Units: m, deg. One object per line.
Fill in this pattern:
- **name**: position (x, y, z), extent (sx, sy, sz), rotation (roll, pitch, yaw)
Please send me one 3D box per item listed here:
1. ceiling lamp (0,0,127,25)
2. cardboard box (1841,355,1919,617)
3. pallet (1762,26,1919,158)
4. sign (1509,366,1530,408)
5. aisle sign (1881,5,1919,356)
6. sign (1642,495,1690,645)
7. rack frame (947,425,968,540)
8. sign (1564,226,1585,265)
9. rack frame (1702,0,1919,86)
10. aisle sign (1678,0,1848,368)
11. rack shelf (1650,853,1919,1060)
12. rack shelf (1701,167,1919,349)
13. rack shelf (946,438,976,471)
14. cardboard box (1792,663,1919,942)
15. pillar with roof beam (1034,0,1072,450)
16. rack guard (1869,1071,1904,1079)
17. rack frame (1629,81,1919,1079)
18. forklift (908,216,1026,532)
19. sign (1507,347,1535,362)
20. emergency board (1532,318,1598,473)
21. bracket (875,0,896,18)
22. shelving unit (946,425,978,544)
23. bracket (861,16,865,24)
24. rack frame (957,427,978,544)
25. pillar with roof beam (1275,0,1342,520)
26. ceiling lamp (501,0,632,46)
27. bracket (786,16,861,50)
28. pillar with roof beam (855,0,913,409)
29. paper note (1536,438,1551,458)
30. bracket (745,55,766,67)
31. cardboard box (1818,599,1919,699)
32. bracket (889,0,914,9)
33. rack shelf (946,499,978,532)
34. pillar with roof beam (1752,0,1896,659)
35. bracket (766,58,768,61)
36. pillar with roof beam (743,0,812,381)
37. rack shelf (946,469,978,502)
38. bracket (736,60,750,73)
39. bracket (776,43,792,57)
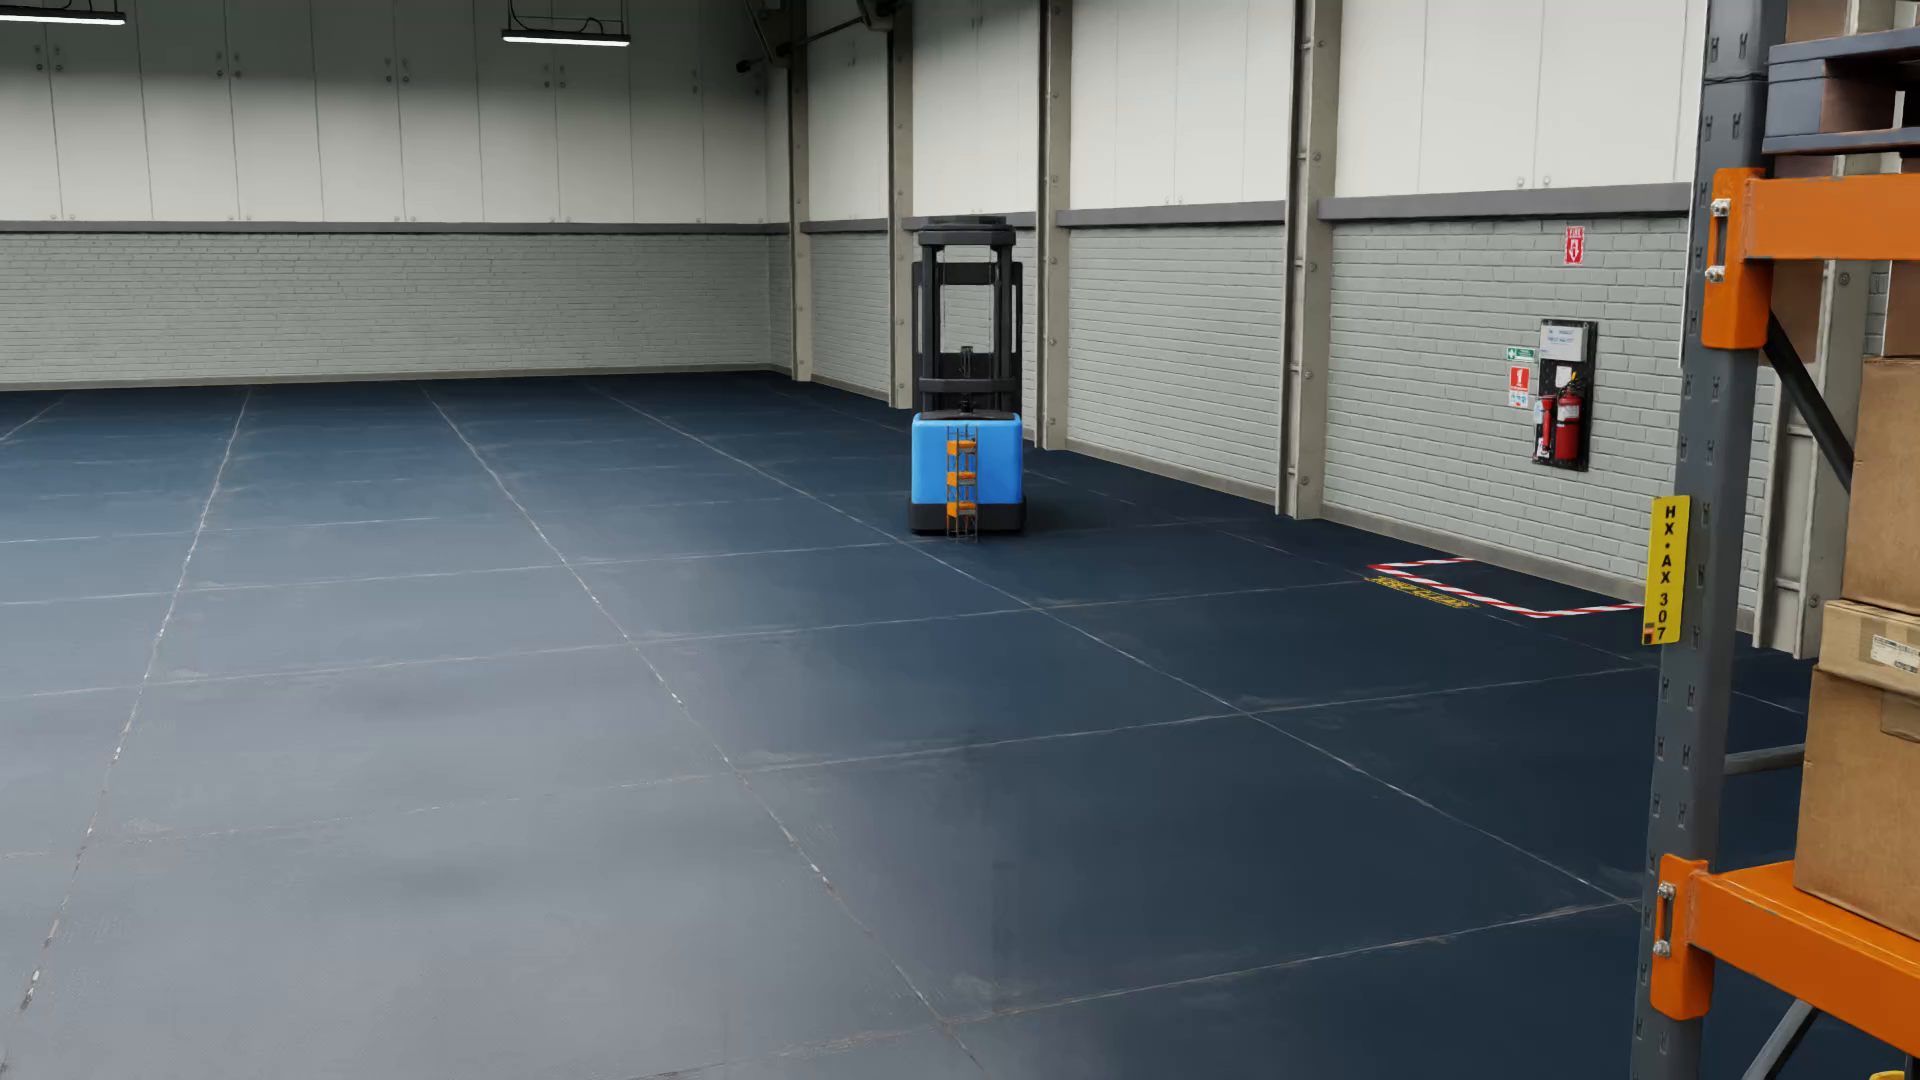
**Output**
- **ceiling lamp**: position (-13.205, -9.072, 23.887), extent (2.000, 3.185, 0.800), rotation (-4, 11, -21)
- **cardboard box**: position (2.231, -0.105, 3.288), extent (0.700, 0.500, 0.500), rotation (-4, 11, -21)
- **pallet**: position (2.287, -0.819, 2.978), extent (1.003, 0.211, 1.213), rotation (-4, 11, -21)
- **sign**: position (4.592, -1.258, 13.657), extent (0.001, 0.329, 0.234), rotation (-4, 11, -21)
- **aisle sign**: position (2.305, -0.812, 3.829), extent (0.394, 0.787, 0.004), rotation (-4, 11, -21)
- **sign**: position (1.536, 0.066, 3.616), extent (0.100, 0.325, 0.005), rotation (-4, 11, -21)
- **rack frame**: position (-0.025, -0.528, 15.221), extent (0.200, 1.050, 0.008), rotation (-4, 11, -21)
- **sign**: position (4.786, -2.293, 12.956), extent (0.001, 0.298, 0.199), rotation (-4, 11, -21)
- **rack frame**: position (2.055, -2.457, 3.366), extent (1.000, 3.000, 0.127), rotation (-4, 11, -21)
- **aisle sign**: position (1.746, -0.774, 3.615), extent (0.394, 0.787, 0.004), rotation (-4, 11, -21)
- **rack shelf**: position (2.780, 1.178, 2.119), extent (1.077, 0.370, 4.000), rotation (-4, 11, -21)
- **rack shelf**: position (2.780, -0.299, 1.857), extent (1.077, 0.370, 4.000), rotation (-4, 11, -21)
- **rack shelf**: position (0.019, -0.777, 15.061), extent (0.215, 0.259, 0.240), rotation (-4, 11, -21)
- **cardboard box**: position (2.212, 0.525, 3.450), extent (0.700, 0.500, 0.500), rotation (-4, 11, -21)
- **pillar with roof beam**: position (-2.805, -5.377, 19.785), extent (9.100, 9.000, 0.400), rotation (-4, 11, -21)
- **rack guard**: position (2.046, 1.724, 4.132), extent (1.175, 0.500, 0.348), rotation (-4, 11, -21)
- **rack frame**: position (2.055, 0.497, 3.892), extent (1.000, 3.000, 0.127), rotation (-4, 11, -21)
- **forklift**: position (0.068, -1.734, 16.631), extent (1.130, 2.935, 3.031), rotation (0, 10, 0)
- **sign**: position (4.585, -1.518, 13.603), extent (0.001, 0.109, 0.331), rotation (-4, 11, -21)
- **emergency board**: position (4.696, -1.144, 13.116), extent (0.194, 1.169, 0.643), rotation (-4, 11, -21)
- **bracket**: position (-1.147, -8.312, 26.004), extent (0.235, 0.232, 0.430), rotation (-4, 11, -21)
- **shelving unit**: position (0.019, -0.508, 15.109), extent (0.215, 1.050, 0.252), rotation (-4, 11, -21)
- **bracket**: position (-1.448, -8.447, 26.765), extent (0.235, 0.232, 0.430), rotation (-4, 11, -21)
- **rack frame**: position (0.064, -0.488, 14.997), extent (0.200, 1.050, 0.008), rotation (-4, 11, -21)
- **pillar with roof beam**: position (-0.630, -4.398, 14.279), extent (9.100, 9.000, 0.400), rotation (-4, 11, -21)
- **ceiling lamp**: position (-6.364, -9.537, 26.505), extent (2.000, 3.185, 0.800), rotation (-4, 11, -21)
- **bracket**: position (-2.388, -8.871, 29.145), extent (0.076, 0.066, 4.783), rotation (-4, 11, -21)
- **pillar with roof beam**: position (-4.979, -6.357, 25.290), extent (9.100, 9.000, 0.548), rotation (-4, 11, -21)
- **paper note**: position (4.697, -0.743, 13.380), extent (0.016, 0.148, 0.142), rotation (-4, 11, -21)
- **bracket**: position (-4.267, -9.717, 33.904), extent (0.076, 0.066, 3.189), rotation (-4, 11, -21)
- **cardboard box**: position (1.996, 0.206, 3.389), extent (0.380, 0.149, 0.250), rotation (-4, 11, -21)
- **bracket**: position (-0.213, -7.891, 23.639), extent (0.076, 0.066, 4.783), rotation (-4, 11, -21)
- **rack shelf**: position (0.019, -0.224, 15.159), extent (0.215, 0.259, 0.240), rotation (-4, 11, -21)
- **pillar with roof beam**: position (1.544, -3.419, 8.773), extent (9.100, 9.000, 0.400), rotation (-4, 11, -21)
- **bracket**: position (-3.622, -9.427, 32.271), extent (0.235, 0.232, 0.430), rotation (-4, 11, -21)
- **pillar with roof beam**: position (-7.153, -7.336, 30.796), extent (9.100, 9.000, 0.548), rotation (-4, 11, -21)
- **rack shelf**: position (0.019, -0.498, 15.111), extent (0.215, 0.259, 0.240), rotation (-4, 11, -21)
- **bracket**: position (-4.481, -9.813, 34.446), extent (0.235, 0.232, 0.430), rotation (-4, 11, -21)
- **bracket**: position (-3.321, -9.291, 31.509), extent (0.235, 0.232, 0.430), rotation (-4, 11, -21)
